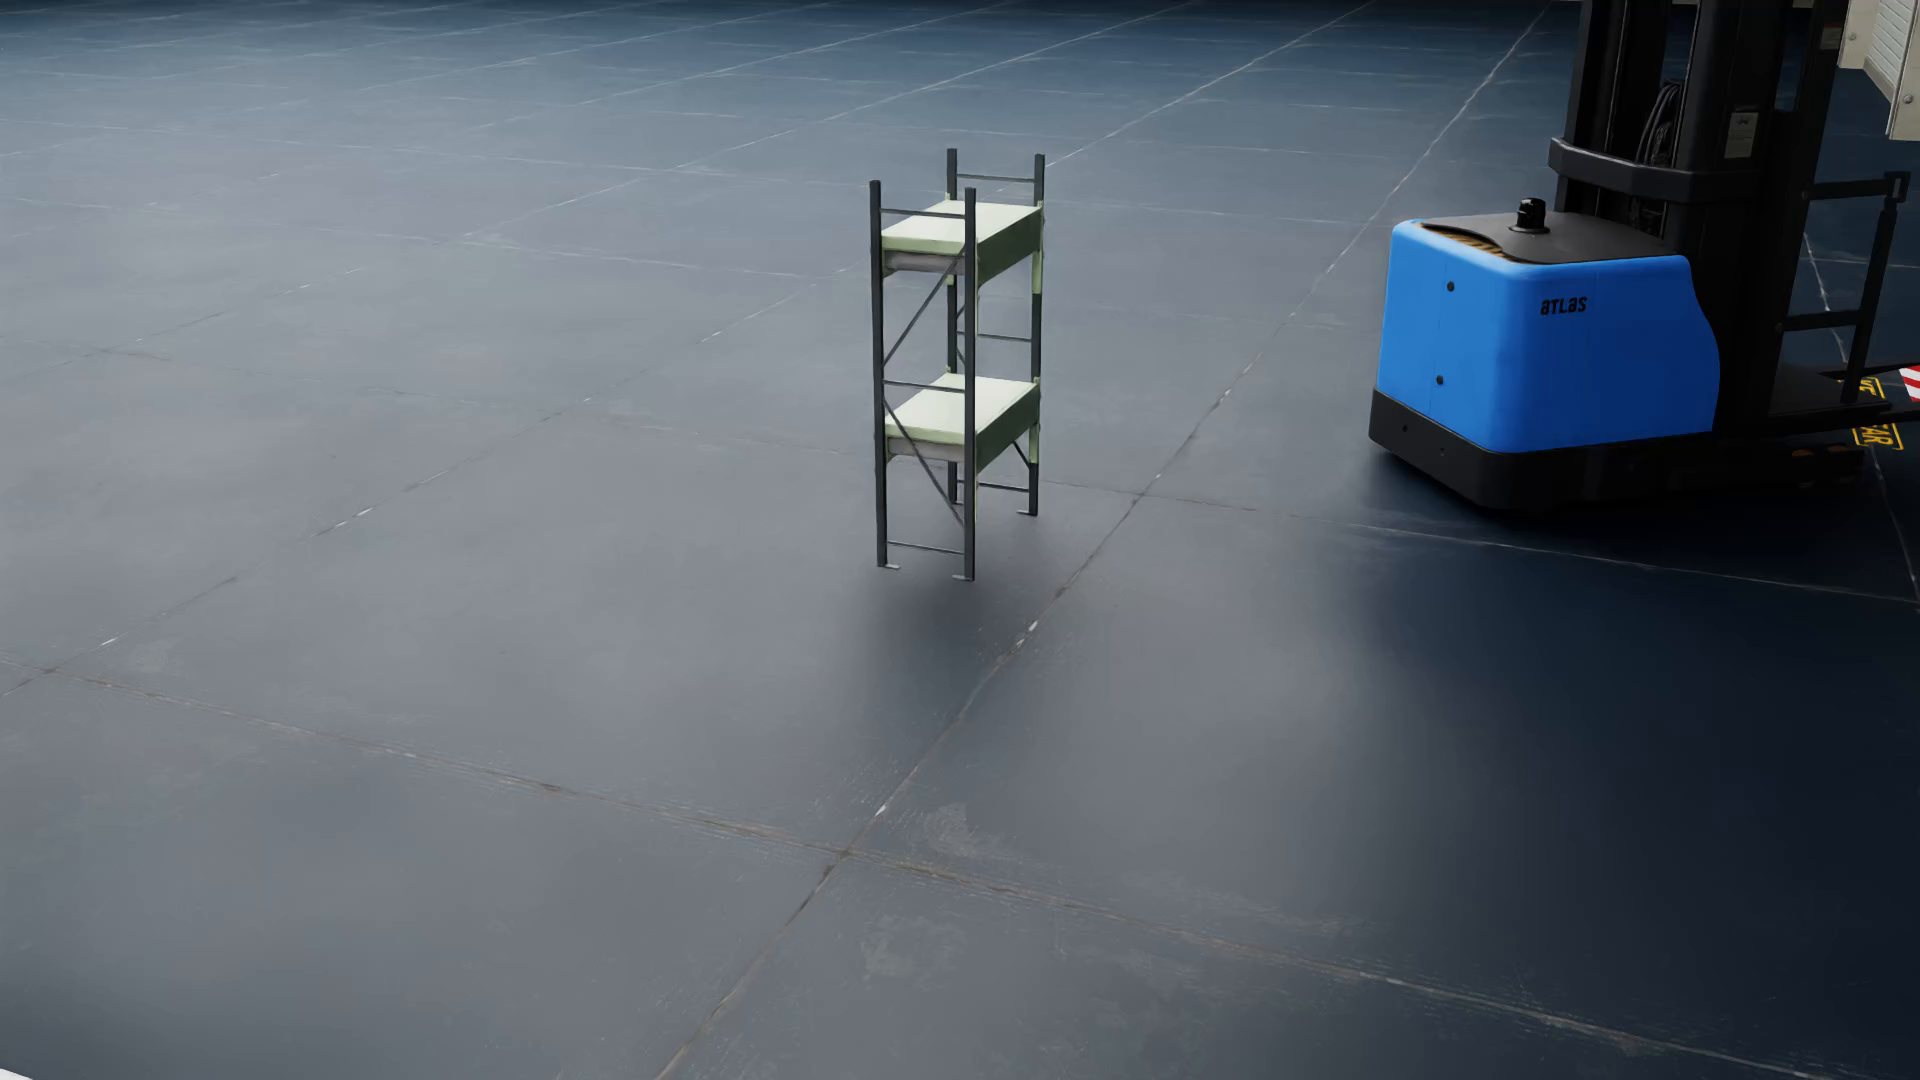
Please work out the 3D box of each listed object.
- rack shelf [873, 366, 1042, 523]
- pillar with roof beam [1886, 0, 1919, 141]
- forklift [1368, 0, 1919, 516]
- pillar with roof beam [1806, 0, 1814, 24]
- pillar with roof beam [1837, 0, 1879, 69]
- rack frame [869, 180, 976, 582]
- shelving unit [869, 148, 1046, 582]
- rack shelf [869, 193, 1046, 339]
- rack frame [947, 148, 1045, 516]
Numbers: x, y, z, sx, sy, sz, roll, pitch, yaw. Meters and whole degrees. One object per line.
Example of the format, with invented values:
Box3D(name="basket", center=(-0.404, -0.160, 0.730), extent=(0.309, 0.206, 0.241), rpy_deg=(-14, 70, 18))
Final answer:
Box3D(name="rack shelf", center=(0.002, -0.394, 6.592), extent=(0.431, 0.370, 0.720), rpy_deg=(9, 24, 20))
Box3D(name="pillar with roof beam", center=(5.137, -8.658, 15.802), extent=(9.100, 9.000, 0.400), rpy_deg=(9, 24, 20))
Box3D(name="forklift", center=(3.468, -1.767, 7.177), extent=(3.031, 2.935, 1.130), rpy_deg=(-7, 24, -16))
Box3D(name="pillar with roof beam", center=(9.594, -12.952, 26.083), extent=(9.100, 9.000, 0.400), rpy_deg=(9, 24, 20))
Box3D(name="pillar with roof beam", center=(7.366, -10.805, 20.943), extent=(9.100, 9.000, 0.400), rpy_deg=(9, 24, 20))
Box3D(name="rack frame", center=(-0.133, -0.563, 6.153), extent=(0.400, 1.500, 0.023), rpy_deg=(9, 24, 20))
Box3D(name="shelving unit", center=(0.002, -0.694, 6.467), extent=(0.431, 1.500, 0.755), rpy_deg=(9, 24, 20))
Box3D(name="rack shelf", center=(0.002, -1.055, 6.316), extent=(0.431, 0.370, 0.720), rpy_deg=(9, 24, 20))
Box3D(name="rack frame", center=(0.138, -0.825, 6.780), extent=(0.400, 1.500, 0.023), rpy_deg=(9, 24, 20))
